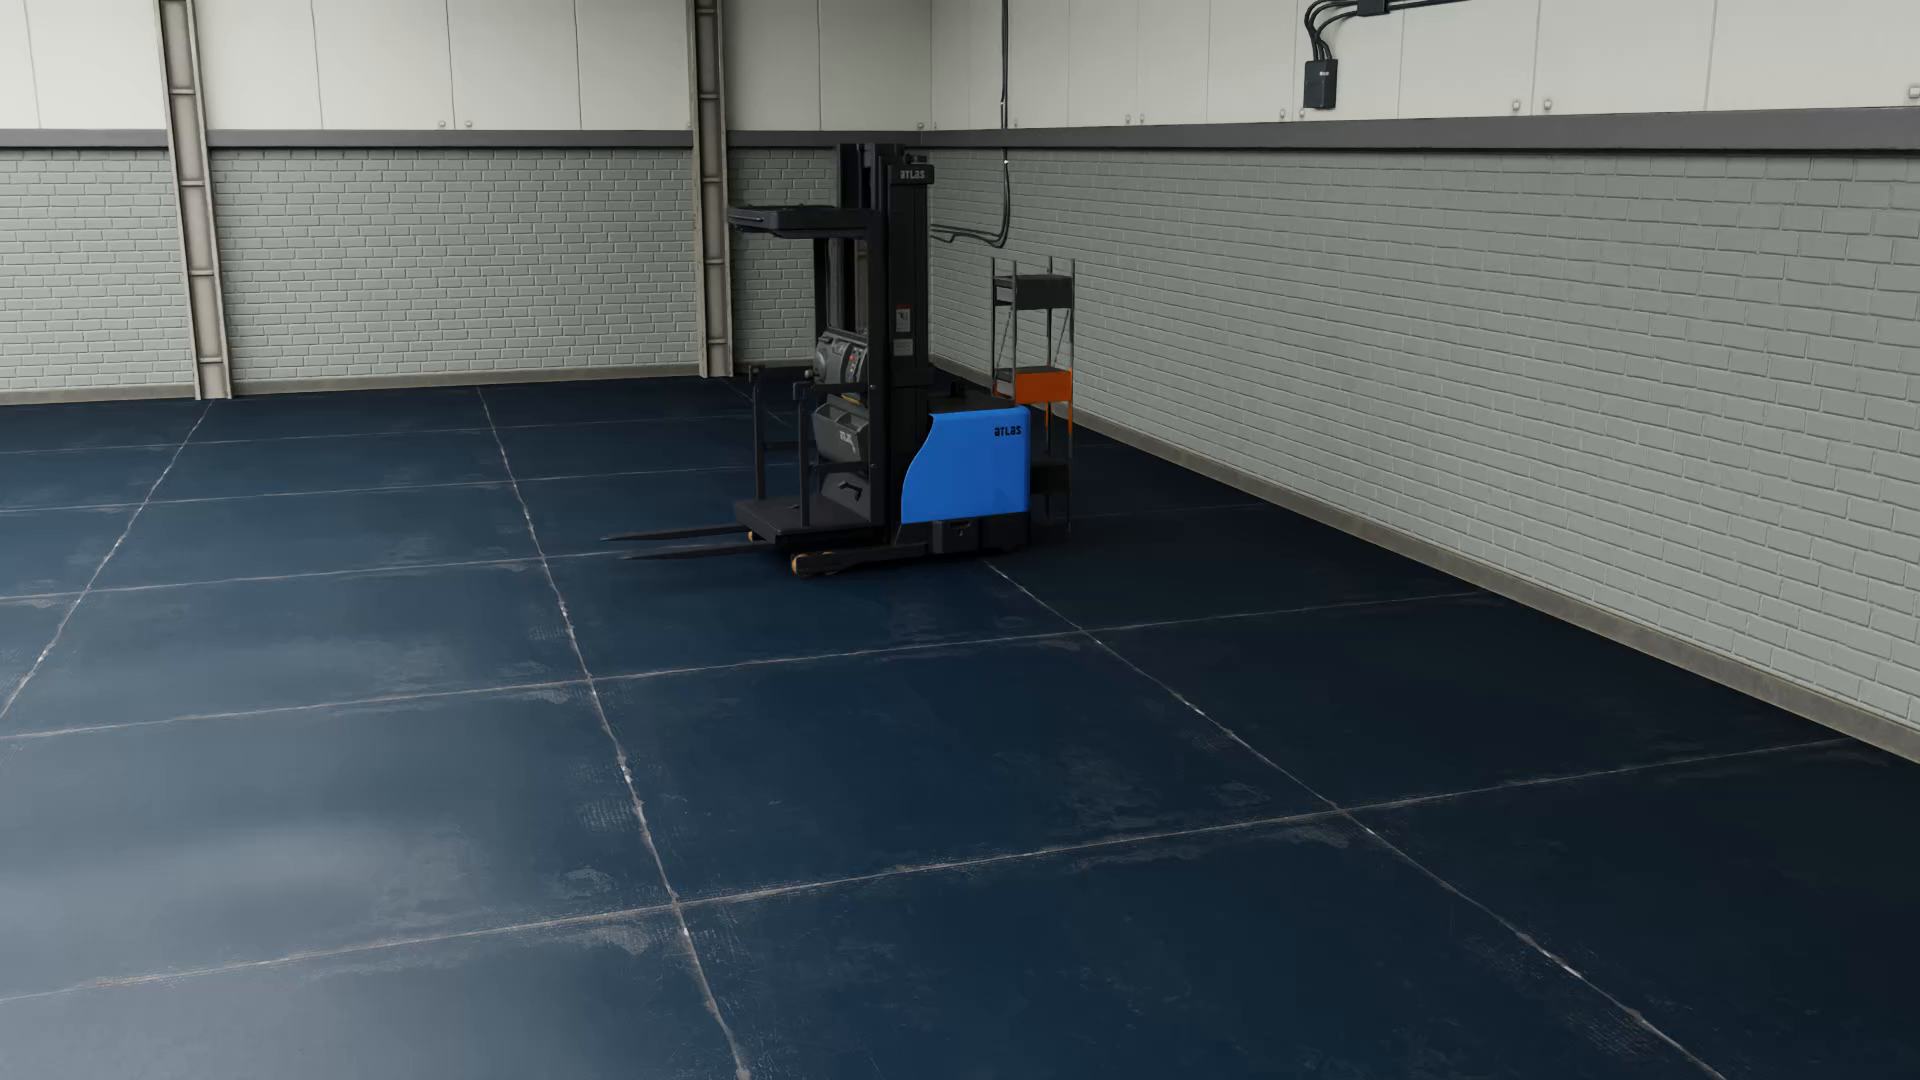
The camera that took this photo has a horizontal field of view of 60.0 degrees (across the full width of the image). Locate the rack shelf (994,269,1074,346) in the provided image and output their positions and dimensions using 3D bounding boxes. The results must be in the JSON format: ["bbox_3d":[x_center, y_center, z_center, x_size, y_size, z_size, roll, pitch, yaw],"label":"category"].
[{"bbox_3d":[0.545,-1.756,12.523,0.480,0.518,0.431,-6,15,-24],"label":"rack shelf"}]

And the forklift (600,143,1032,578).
[{"bbox_3d":[-1.033,-1.302,11.781,3.031,2.935,1.130,-6,15,-24],"label":"forklift"}]

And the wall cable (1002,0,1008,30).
[{"bbox_3d":[0.908,-6.797,17.567,0.112,2.526,3.097,-4,14,-18],"label":"wall cable"}]

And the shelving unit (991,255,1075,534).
[{"bbox_3d":[0.545,-1.089,12.682,0.503,2.100,0.431,-6,15,-24],"label":"shelving unit"}]

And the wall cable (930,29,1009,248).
[{"bbox_3d":[0.045,-4.933,20.646,0.112,2.526,3.097,-4,14,-18],"label":"wall cable"}]

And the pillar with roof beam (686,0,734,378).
[{"bbox_3d":[-1.796,-5.572,16.622,0.400,9.000,9.100,-4,14,-18],"label":"pillar with roof beam"}]

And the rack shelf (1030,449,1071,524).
[{"bbox_3d":[0.545,-0.394,12.847,0.480,0.518,0.431,-6,15,-24],"label":"rack shelf"}]

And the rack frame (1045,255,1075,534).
[{"bbox_3d":[0.767,-1.112,12.781,0.015,2.100,0.400,-6,15,-24],"label":"rack frame"}]

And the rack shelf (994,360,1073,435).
[{"bbox_3d":[0.546,-1.075,12.685,0.480,0.518,0.431,-6,15,-24],"label":"rack shelf"}]

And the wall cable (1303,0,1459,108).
[{"bbox_3d":[3.058,-6.015,11.135,0.169,6.003,2.305,-4,14,-18],"label":"wall cable"}]

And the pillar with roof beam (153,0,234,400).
[{"bbox_3d":[-7.483,-5.129,14.761,0.400,9.000,9.100,-4,14,-18],"label":"pillar with roof beam"}]

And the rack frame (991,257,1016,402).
[{"bbox_3d":[0.324,-1.065,12.583,0.015,2.100,0.400,-6,15,-24],"label":"rack frame"}]
